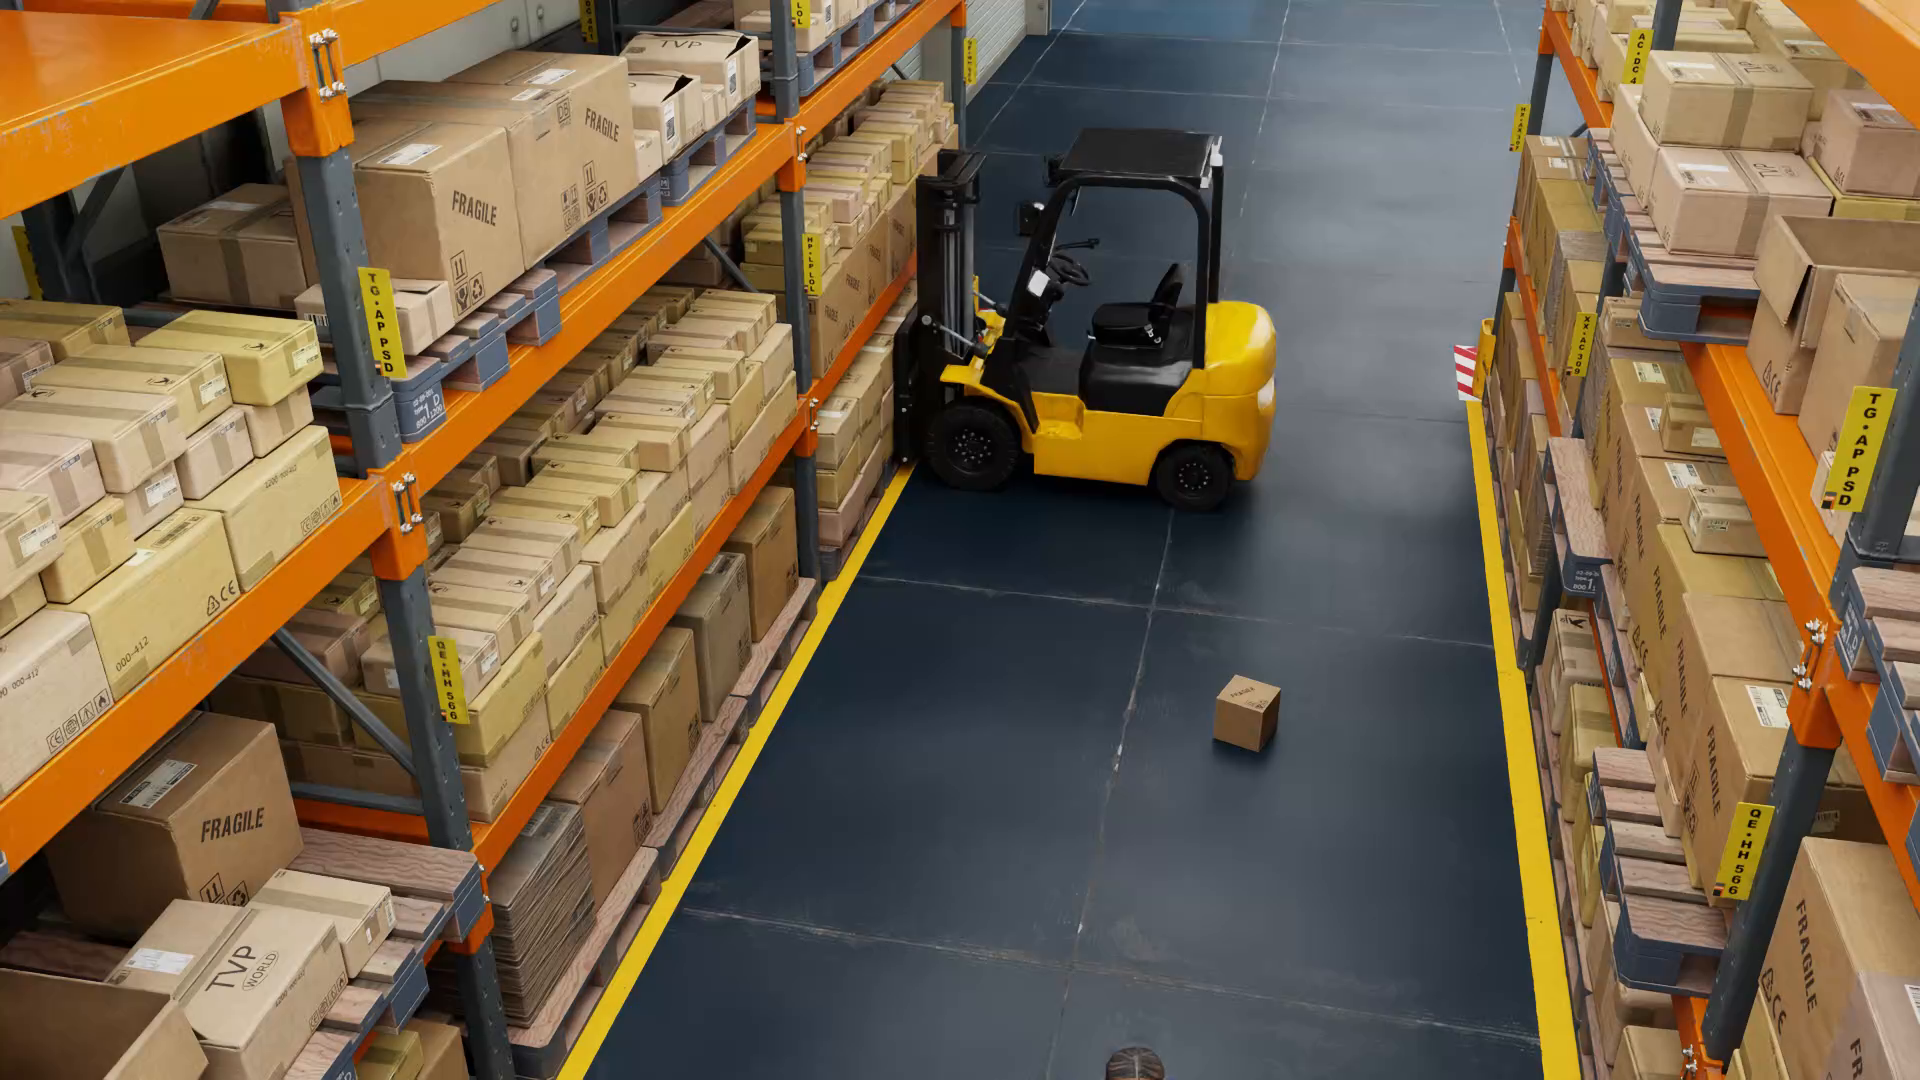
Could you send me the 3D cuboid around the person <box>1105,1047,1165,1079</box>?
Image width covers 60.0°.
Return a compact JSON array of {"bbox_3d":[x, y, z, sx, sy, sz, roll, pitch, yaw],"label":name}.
[{"bbox_3d":[0.444,2.129,4.751,0.456,1.601,0.946,4,29,7],"label":"person"}]
